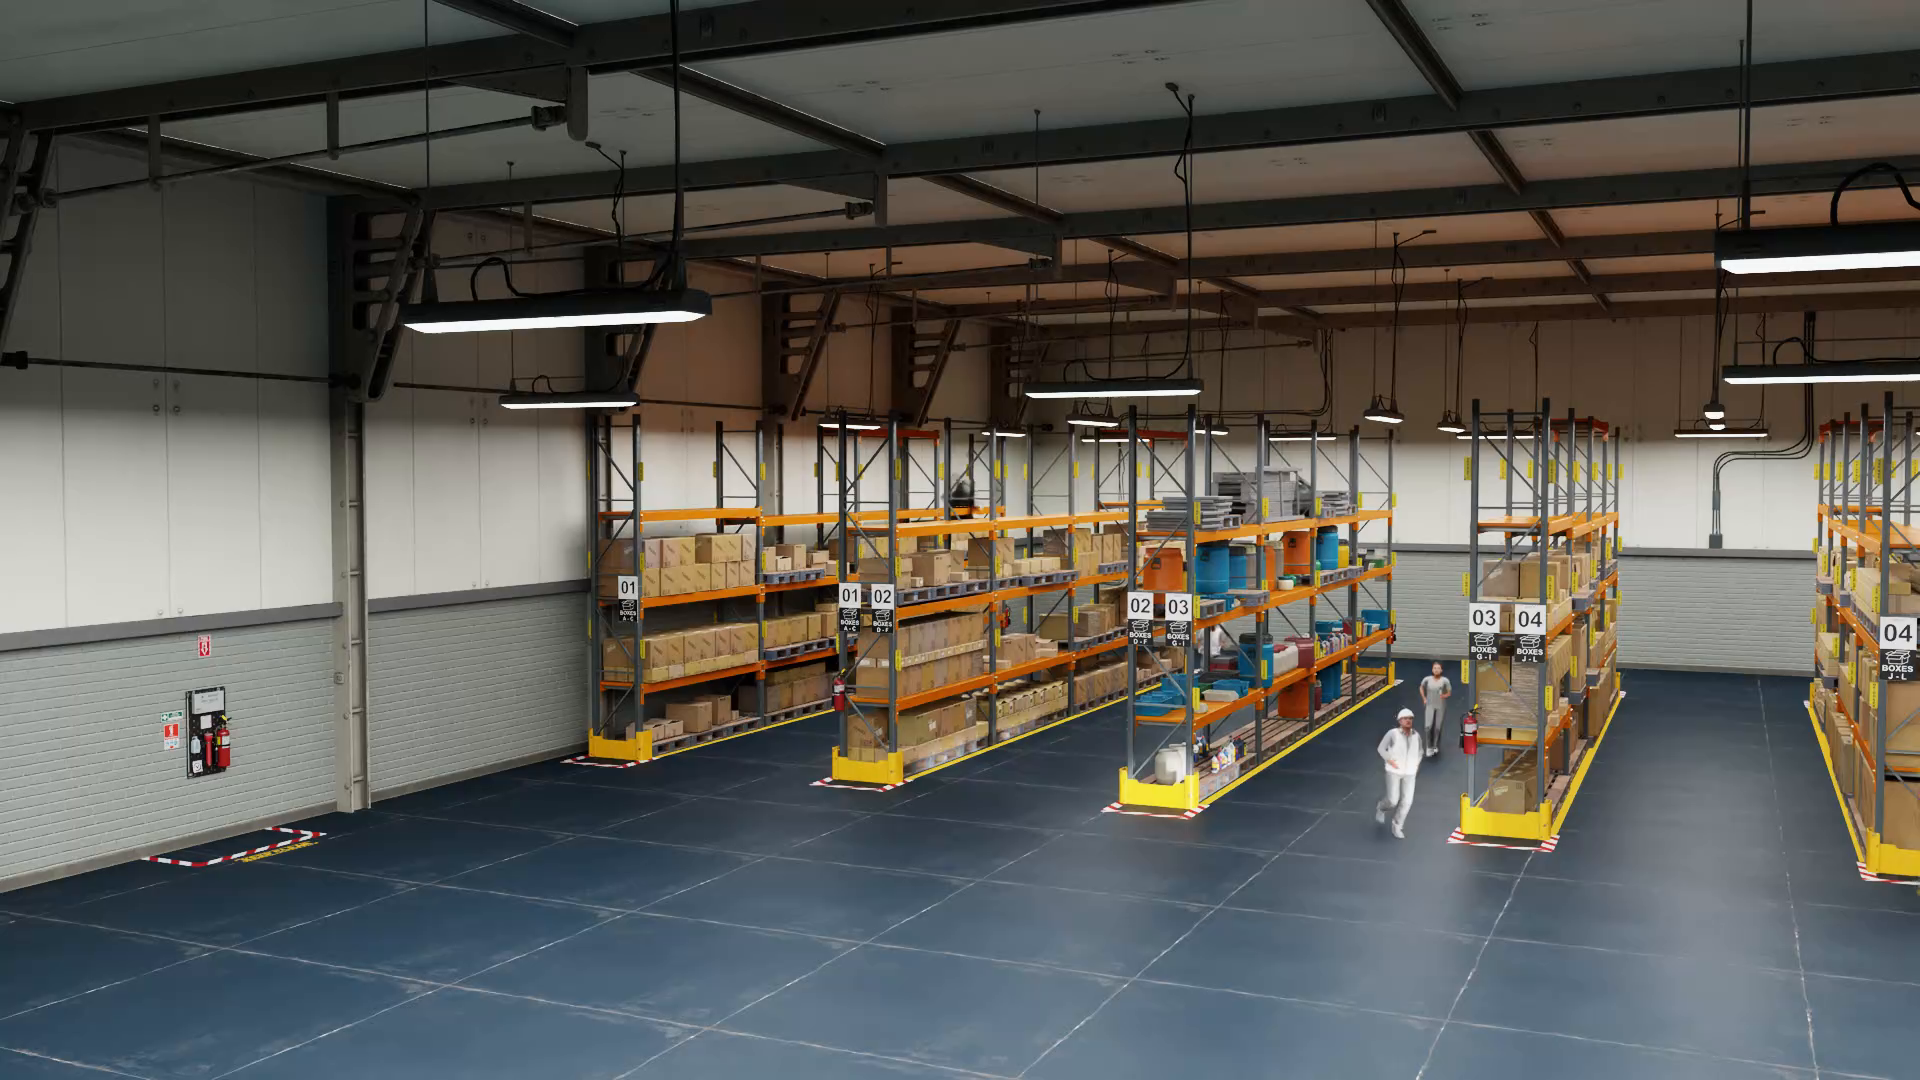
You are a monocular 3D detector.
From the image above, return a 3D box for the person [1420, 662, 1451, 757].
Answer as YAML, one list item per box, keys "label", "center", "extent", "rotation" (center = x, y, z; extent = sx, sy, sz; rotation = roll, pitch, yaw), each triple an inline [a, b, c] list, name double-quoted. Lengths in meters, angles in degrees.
- label: "person"
  center: [8.339, 2.973, 29.175]
  extent: [0.539, 1.677, 0.692]
  rotation: [1, 2, 17]

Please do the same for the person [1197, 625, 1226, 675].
- label: "person"
  center: [5.649, 2.584, 37.494]
  extent: [0.656, 1.736, 0.582]
  rotation: [1, 2, 14]

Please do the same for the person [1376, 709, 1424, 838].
- label: "person"
  center: [6.105, 3.202, 23.031]
  extent: [0.672, 1.750, 0.683]
  rotation: [0, 2, -6]
